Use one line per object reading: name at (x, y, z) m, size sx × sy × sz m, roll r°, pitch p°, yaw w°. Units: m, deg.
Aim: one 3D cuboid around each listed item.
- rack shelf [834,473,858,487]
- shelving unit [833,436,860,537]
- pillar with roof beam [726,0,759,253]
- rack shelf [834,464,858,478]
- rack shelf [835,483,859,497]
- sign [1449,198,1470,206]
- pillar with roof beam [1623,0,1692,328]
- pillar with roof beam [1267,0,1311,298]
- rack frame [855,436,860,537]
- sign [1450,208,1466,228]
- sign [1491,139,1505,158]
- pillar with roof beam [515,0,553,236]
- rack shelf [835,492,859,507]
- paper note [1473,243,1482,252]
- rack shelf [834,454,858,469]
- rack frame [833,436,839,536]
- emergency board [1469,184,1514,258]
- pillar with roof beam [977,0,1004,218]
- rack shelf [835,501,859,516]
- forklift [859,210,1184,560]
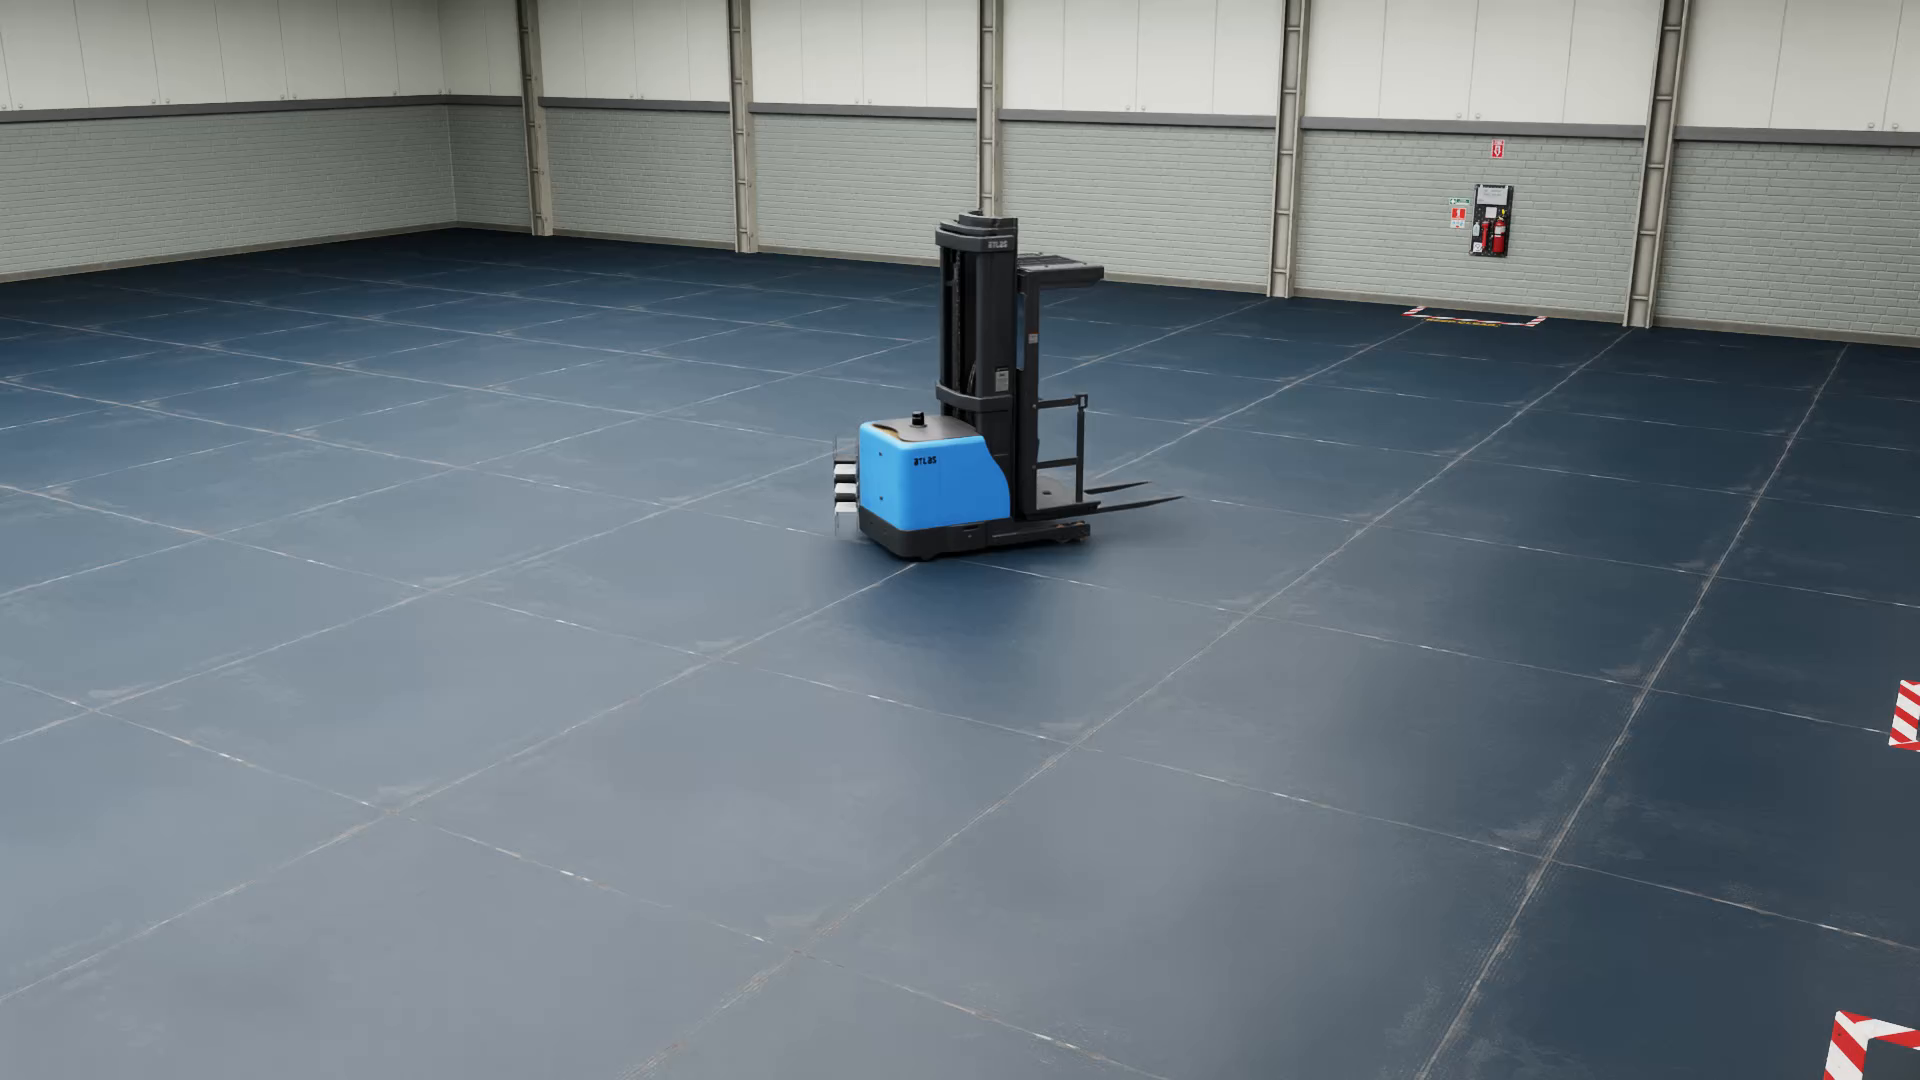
rack shelf at (-1.045, -0.552, 15.324) m, size 0.200 × 0.077 × 0.258 m, roll 0°, pitch 17°, yaw 2°
shelving unit at (-1.045, -0.498, 15.340) m, size 0.210 × 0.900 × 0.258 m, roll 0°, pitch 17°, yaw 2°
pillar with roof beam at (-6.797, -9.390, 30.681) m, size 0.400 × 9.000 × 9.100 m, roll 10°, pitch 20°, yaw 30°
rack shelf at (-1.045, -0.638, 15.298) m, size 0.200 × 0.077 × 0.258 m, roll 0°, pitch 17°, yaw 2°
rack shelf at (-1.045, -0.466, 15.350) m, size 0.200 × 0.077 × 0.258 m, roll 0°, pitch 17°, yaw 2°
sign at (8.290, -5.611, 27.587) m, size 0.331 × 0.109 × 0.001 m, roll 10°, pitch 20°, yaw 30°
pillar with roof beam at (8.541, -6.652, 21.667) m, size 0.400 × 9.000 × 9.100 m, roll 10°, pitch 20°, yaw 30°
pillar with roof beam at (3.428, -7.565, 24.672) m, size 0.400 × 9.000 × 9.100 m, roll 10°, pitch 20°, yaw 30°
rack frame at (-0.943, -0.497, 15.337) m, size 0.006 × 0.900 × 0.240 m, roll 0°, pitch 17°, yaw 2°
sign at (8.291, -5.360, 27.674) m, size 0.234 × 0.329 × 0.001 m, roll 10°, pitch 20°, yaw 30°
sign at (8.753, -6.369, 27.066) m, size 0.199 × 0.298 × 0.001 m, roll 10°, pitch 20°, yaw 30°
pillar with roof beam at (-11.910, -10.303, 33.685) m, size 0.400 × 9.000 × 9.100 m, roll 10°, pitch 20°, yaw 30°
rack shelf at (-1.045, -0.380, 15.376) m, size 0.200 × 0.077 × 0.258 m, roll 0°, pitch 17°, yaw 2°
paper note at (8.593, -4.856, 27.591) m, size 0.142 × 0.148 × 0.016 m, roll 10°, pitch 20°, yaw 30°
rack shelf at (-1.045, -0.724, 15.272) m, size 0.200 × 0.077 × 0.258 m, roll 0°, pitch 17°, yaw 2°
rack frame at (-1.146, -0.499, 15.344) m, size 0.006 × 0.900 × 0.240 m, roll 0°, pitch 17°, yaw 2°
emergency board at (8.708, -5.233, 27.318) m, size 0.643 × 1.169 × 0.194 m, roll 10°, pitch 20°, yaw 30°
pillar with roof beam at (-1.685, -8.478, 27.676) m, size 0.400 × 9.000 × 9.100 m, roll 10°, pitch 20°, yaw 30°
rack shelf at (-1.044, -0.294, 15.402) m, size 0.200 × 0.077 × 0.258 m, roll 0°, pitch 17°, yaw 2°
forklift at (0.631, -1.502, 15.151) m, size 3.031 × 2.935 × 1.130 m, roll -8°, pitch 19°, yaw -25°
